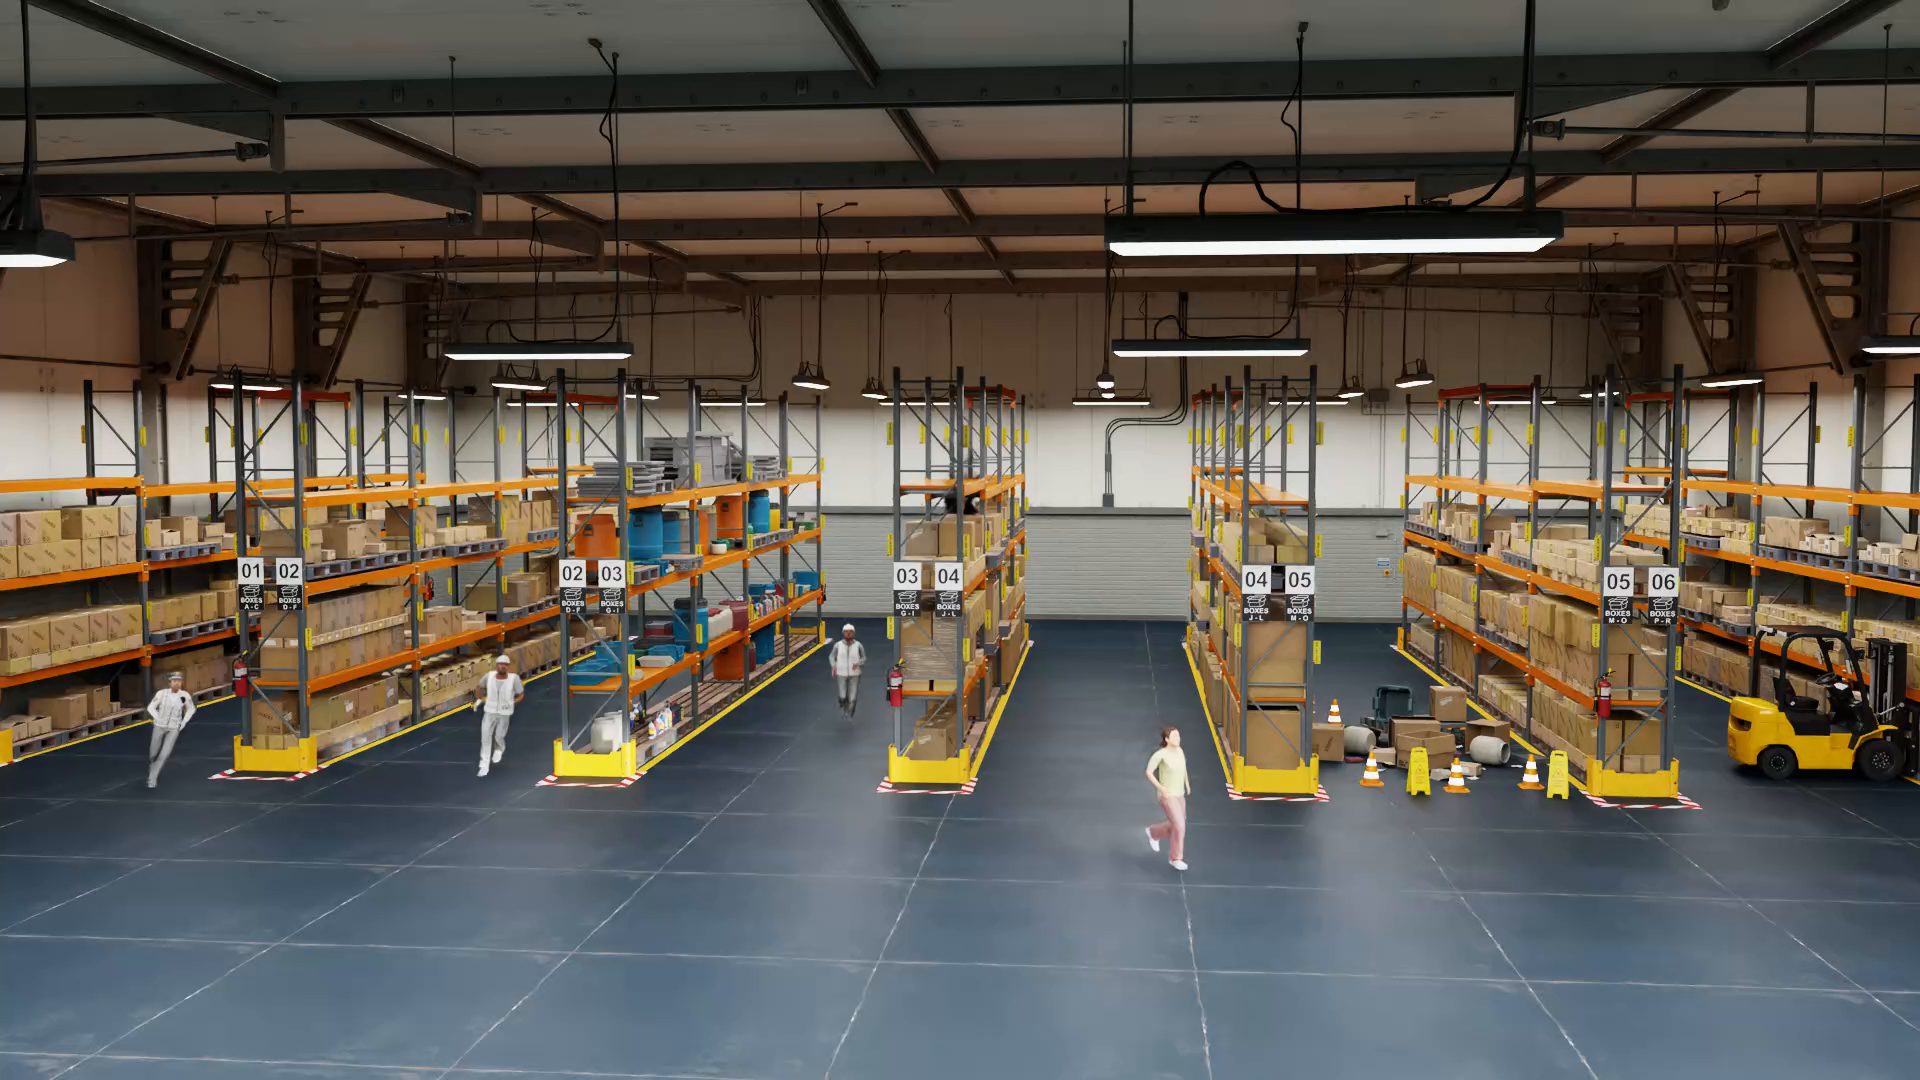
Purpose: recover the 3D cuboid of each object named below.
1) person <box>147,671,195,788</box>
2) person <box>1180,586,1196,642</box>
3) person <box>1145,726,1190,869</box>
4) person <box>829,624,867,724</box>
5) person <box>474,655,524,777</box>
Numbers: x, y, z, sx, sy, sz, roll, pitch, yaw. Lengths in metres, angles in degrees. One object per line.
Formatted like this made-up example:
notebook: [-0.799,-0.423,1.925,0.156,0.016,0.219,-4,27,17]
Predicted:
person: [-11.429,2.701,24.081,0.639,1.634,0.774,-2,4,-24]
person: [5.835,1.601,40.695,0.905,1.786,0.765,0,4,-1]
person: [2.416,2.982,19.474,0.599,1.642,0.714,-3,5,-40]
person: [-1.926,2.316,28.600,0.652,1.724,0.571,0,4,-4]
person: [-6.884,2.586,24.860,0.732,1.754,0.911,0,4,-8]
